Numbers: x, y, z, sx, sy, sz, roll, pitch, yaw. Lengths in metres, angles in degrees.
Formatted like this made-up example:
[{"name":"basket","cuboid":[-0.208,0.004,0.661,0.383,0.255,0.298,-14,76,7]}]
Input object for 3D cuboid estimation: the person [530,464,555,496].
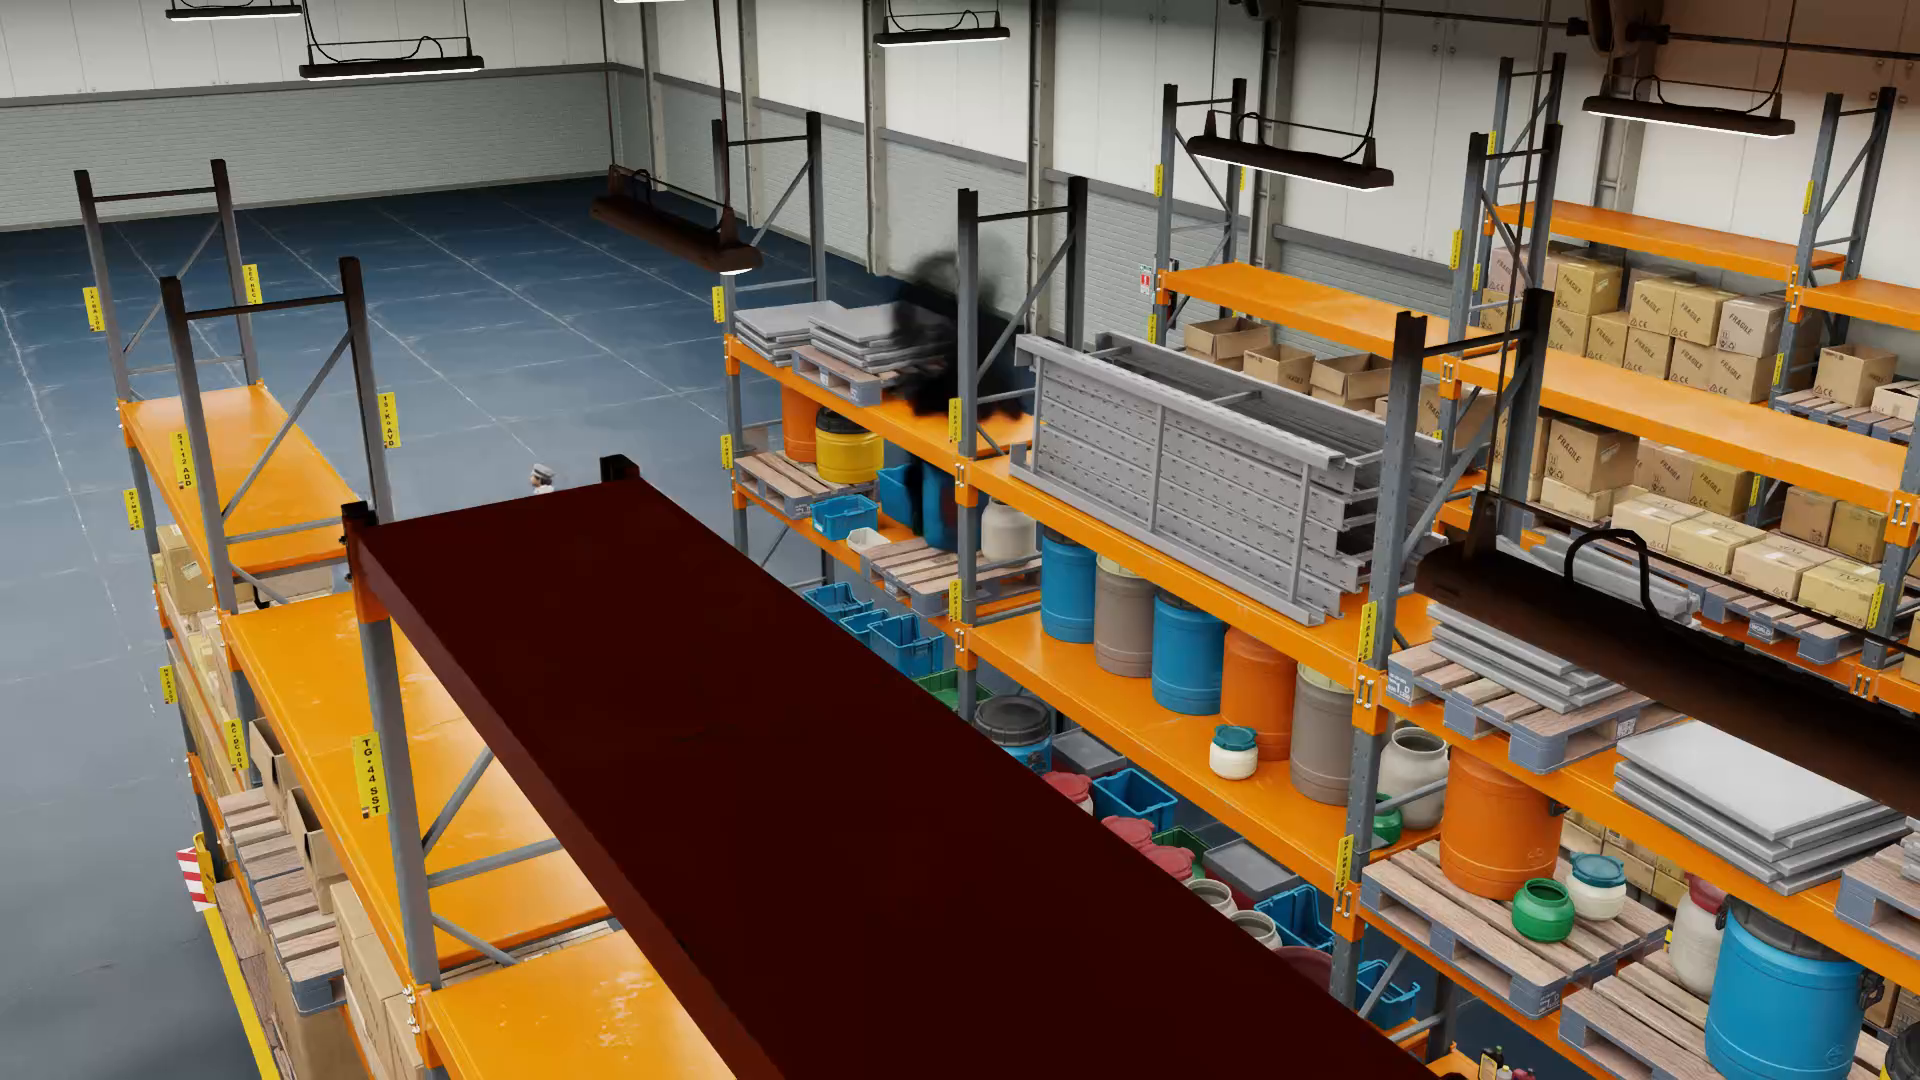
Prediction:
[{"name":"person","cuboid":[-4.725,-0.050,19.262,0.866,1.725,0.622,-1,22,-3]}]
